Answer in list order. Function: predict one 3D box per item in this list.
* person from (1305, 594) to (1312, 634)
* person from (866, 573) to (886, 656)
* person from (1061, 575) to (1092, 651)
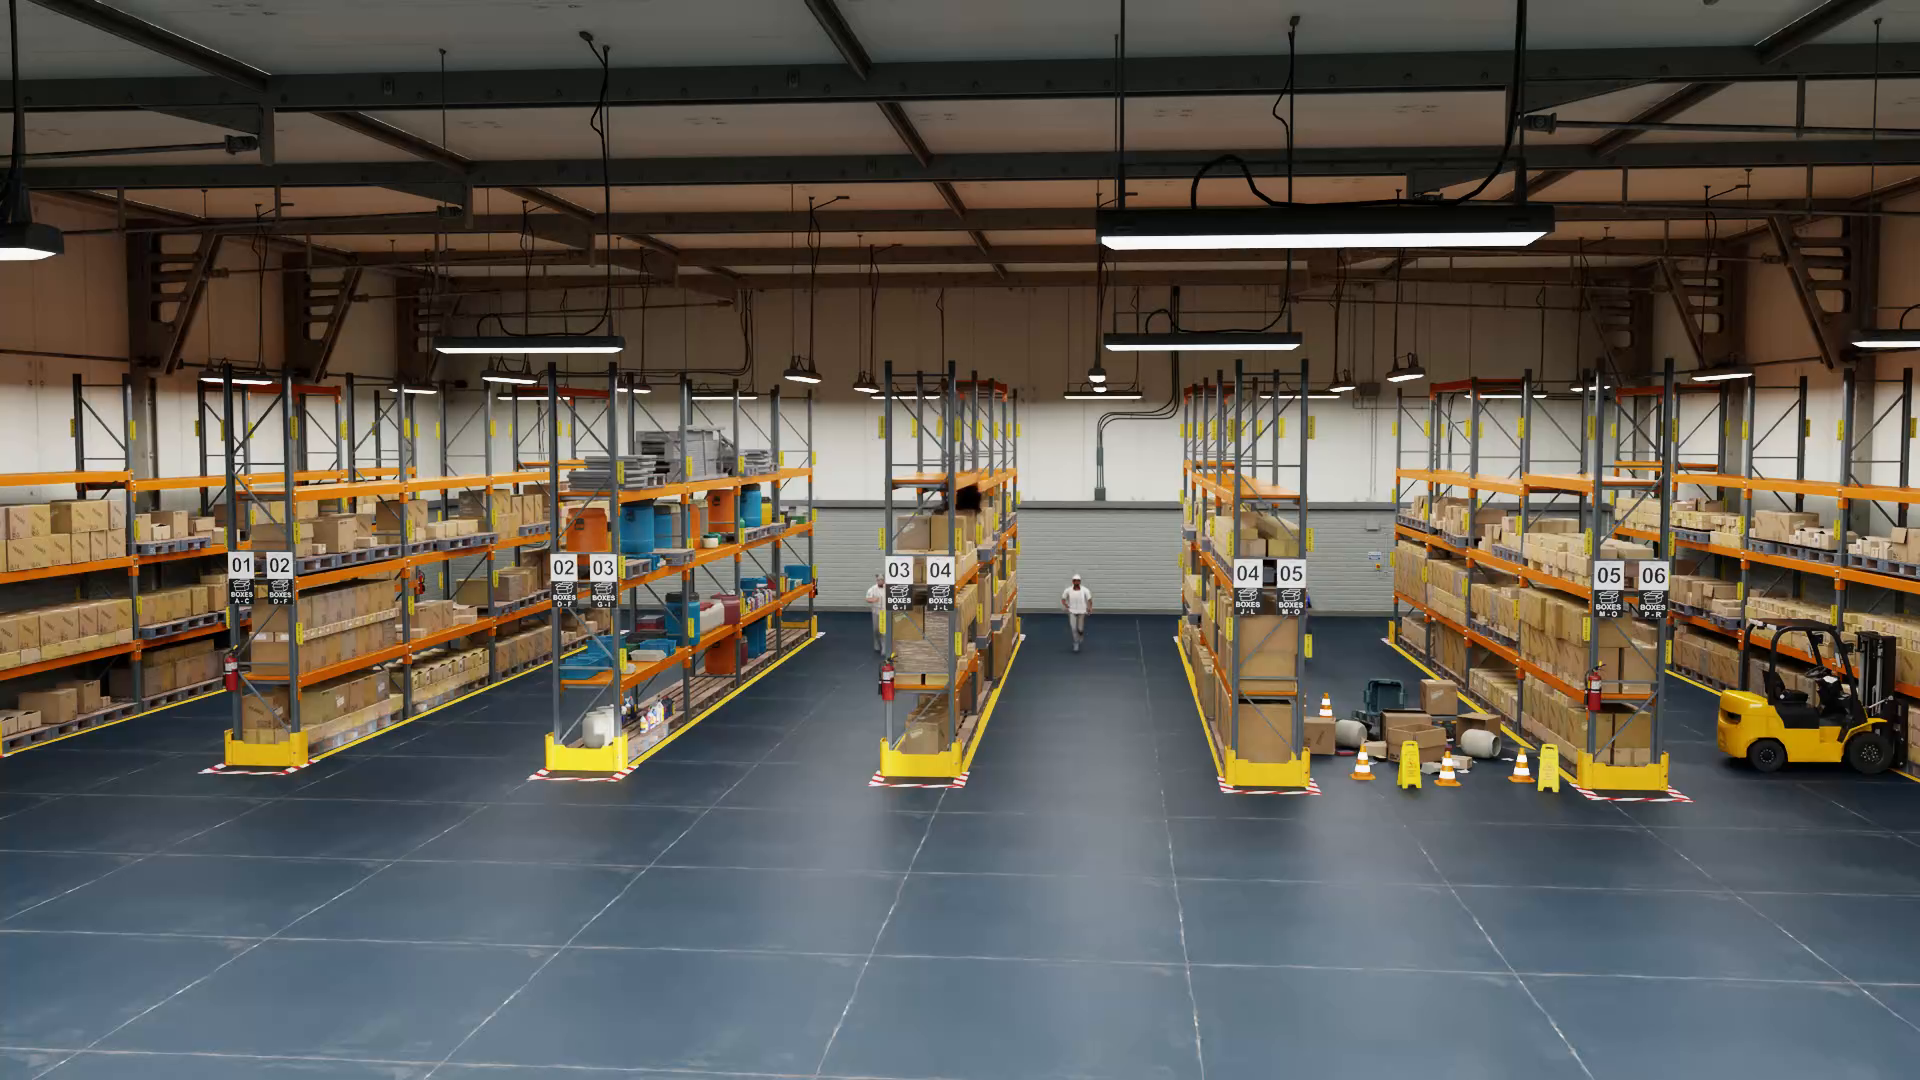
[{"bbox_3d":[7.495,1.785,36.566,0.555,1.694,0.817,-1,4,-8],"label":"person"},{"bbox_3d":[-1.789,1.644,37.402,0.642,1.816,0.915,0,4,-3],"label":"person"},{"bbox_3d":[2.657,1.652,37.992,0.692,1.726,0.598,0,4,5],"label":"person"}]
